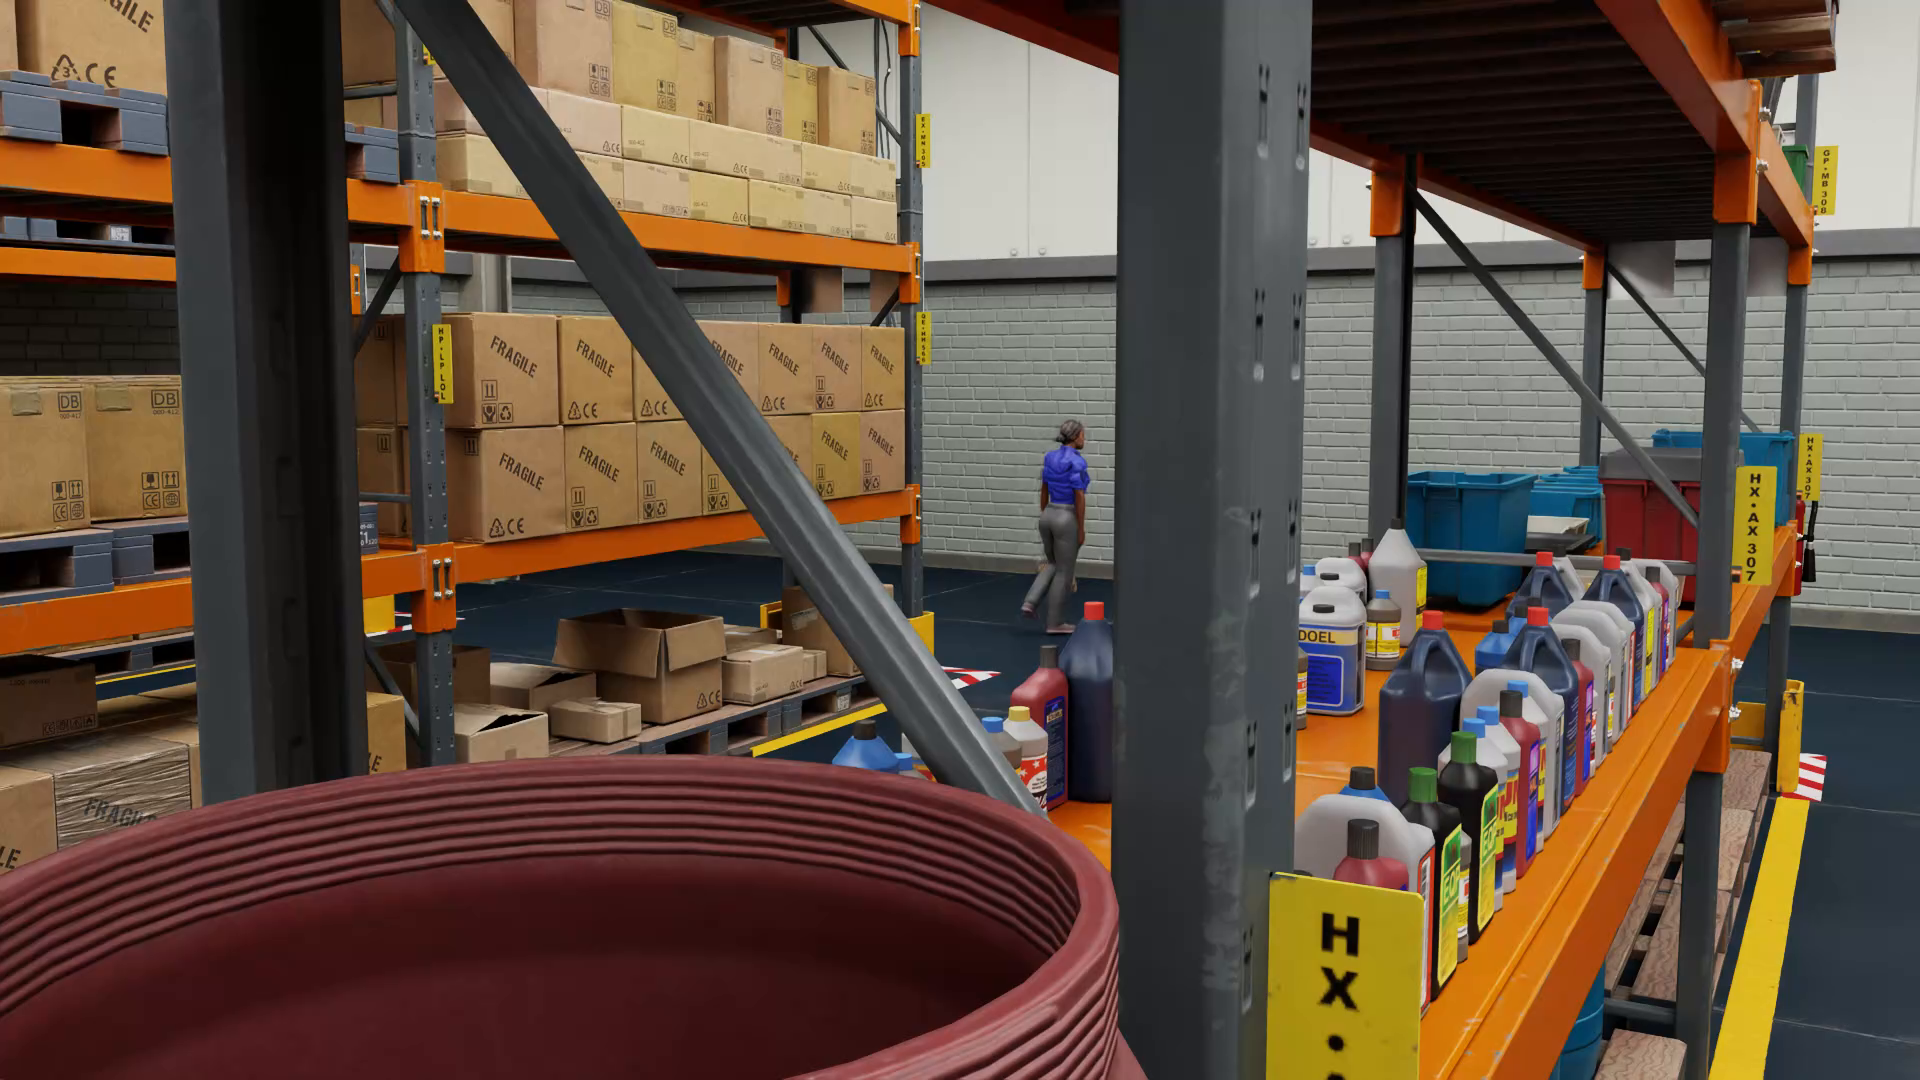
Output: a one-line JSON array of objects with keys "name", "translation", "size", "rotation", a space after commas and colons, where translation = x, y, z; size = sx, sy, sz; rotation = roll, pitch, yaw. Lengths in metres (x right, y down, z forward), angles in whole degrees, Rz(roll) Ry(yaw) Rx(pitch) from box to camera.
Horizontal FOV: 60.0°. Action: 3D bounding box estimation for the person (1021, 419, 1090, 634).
[{"name": "person", "translation": [0.732, -0.098, 12.799], "size": [0.490, 1.658, 0.511], "rotation": [-4, 7, -36]}]
